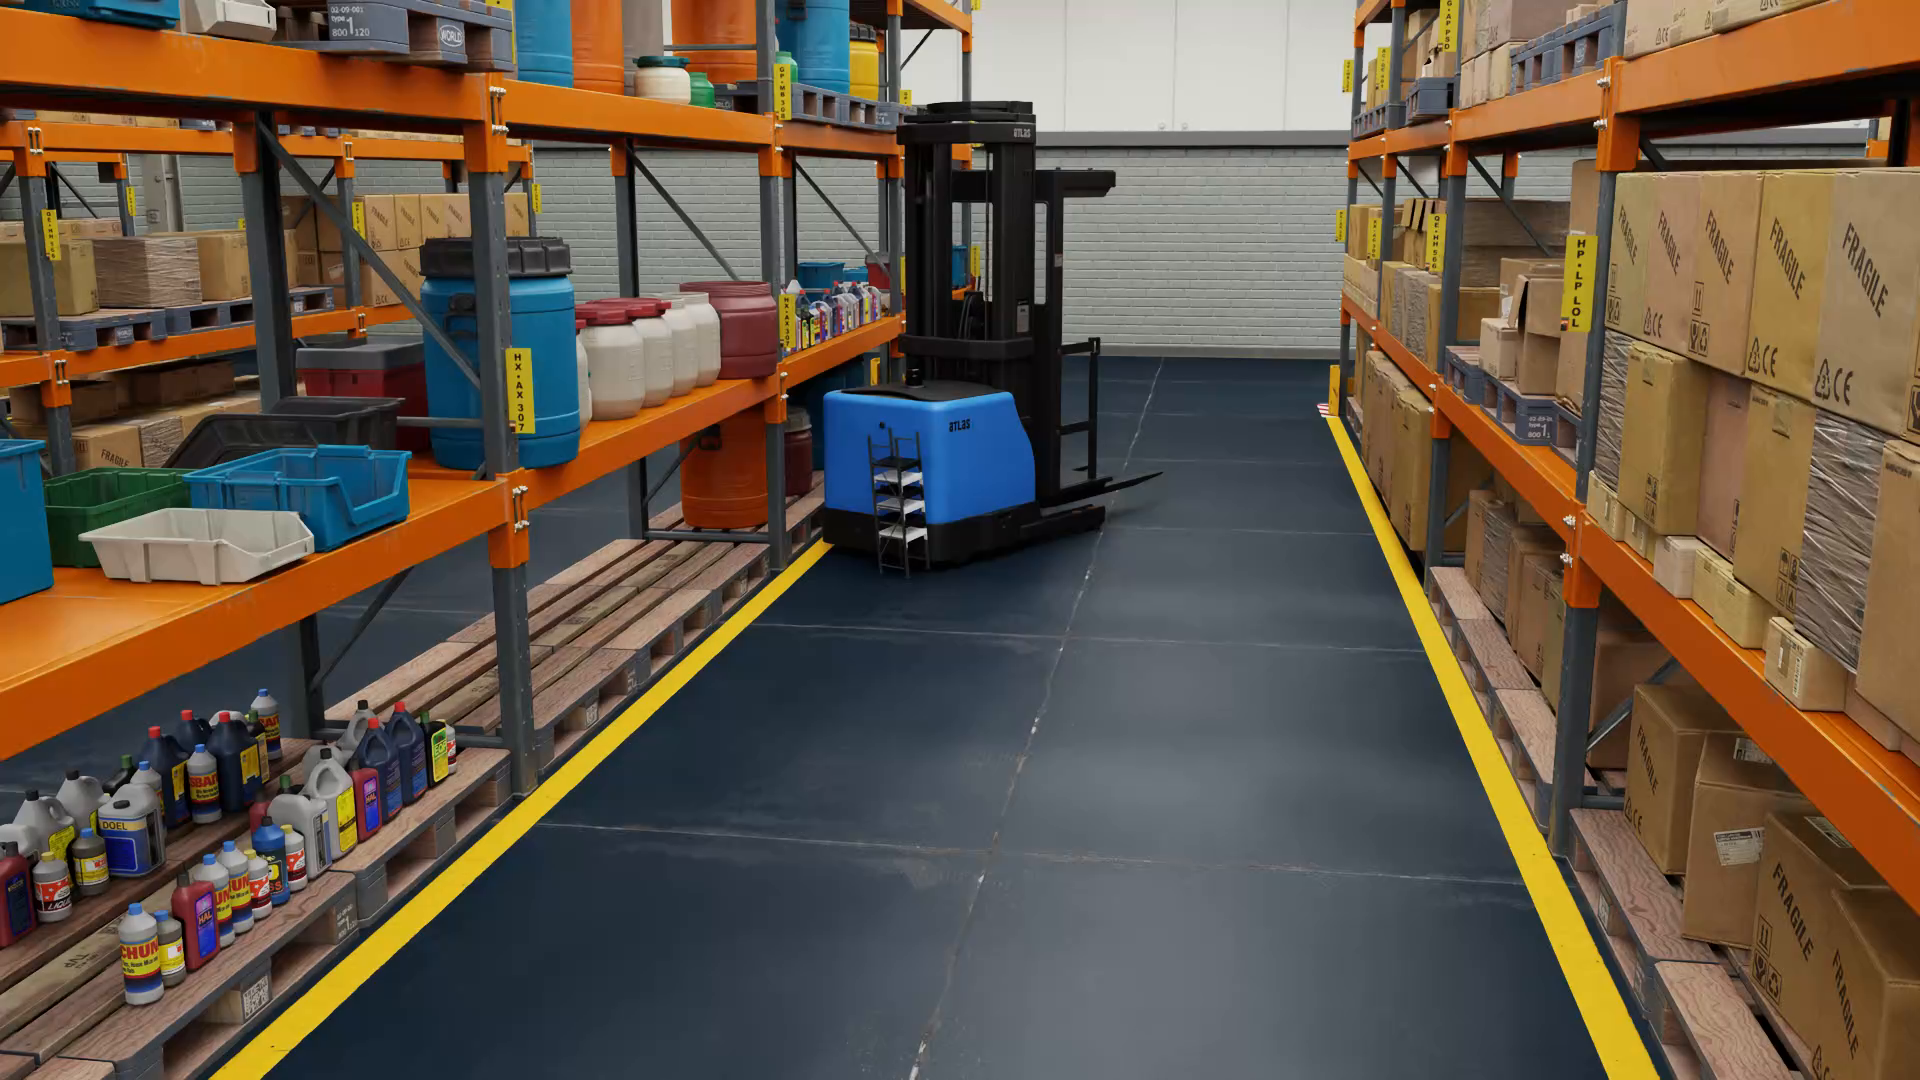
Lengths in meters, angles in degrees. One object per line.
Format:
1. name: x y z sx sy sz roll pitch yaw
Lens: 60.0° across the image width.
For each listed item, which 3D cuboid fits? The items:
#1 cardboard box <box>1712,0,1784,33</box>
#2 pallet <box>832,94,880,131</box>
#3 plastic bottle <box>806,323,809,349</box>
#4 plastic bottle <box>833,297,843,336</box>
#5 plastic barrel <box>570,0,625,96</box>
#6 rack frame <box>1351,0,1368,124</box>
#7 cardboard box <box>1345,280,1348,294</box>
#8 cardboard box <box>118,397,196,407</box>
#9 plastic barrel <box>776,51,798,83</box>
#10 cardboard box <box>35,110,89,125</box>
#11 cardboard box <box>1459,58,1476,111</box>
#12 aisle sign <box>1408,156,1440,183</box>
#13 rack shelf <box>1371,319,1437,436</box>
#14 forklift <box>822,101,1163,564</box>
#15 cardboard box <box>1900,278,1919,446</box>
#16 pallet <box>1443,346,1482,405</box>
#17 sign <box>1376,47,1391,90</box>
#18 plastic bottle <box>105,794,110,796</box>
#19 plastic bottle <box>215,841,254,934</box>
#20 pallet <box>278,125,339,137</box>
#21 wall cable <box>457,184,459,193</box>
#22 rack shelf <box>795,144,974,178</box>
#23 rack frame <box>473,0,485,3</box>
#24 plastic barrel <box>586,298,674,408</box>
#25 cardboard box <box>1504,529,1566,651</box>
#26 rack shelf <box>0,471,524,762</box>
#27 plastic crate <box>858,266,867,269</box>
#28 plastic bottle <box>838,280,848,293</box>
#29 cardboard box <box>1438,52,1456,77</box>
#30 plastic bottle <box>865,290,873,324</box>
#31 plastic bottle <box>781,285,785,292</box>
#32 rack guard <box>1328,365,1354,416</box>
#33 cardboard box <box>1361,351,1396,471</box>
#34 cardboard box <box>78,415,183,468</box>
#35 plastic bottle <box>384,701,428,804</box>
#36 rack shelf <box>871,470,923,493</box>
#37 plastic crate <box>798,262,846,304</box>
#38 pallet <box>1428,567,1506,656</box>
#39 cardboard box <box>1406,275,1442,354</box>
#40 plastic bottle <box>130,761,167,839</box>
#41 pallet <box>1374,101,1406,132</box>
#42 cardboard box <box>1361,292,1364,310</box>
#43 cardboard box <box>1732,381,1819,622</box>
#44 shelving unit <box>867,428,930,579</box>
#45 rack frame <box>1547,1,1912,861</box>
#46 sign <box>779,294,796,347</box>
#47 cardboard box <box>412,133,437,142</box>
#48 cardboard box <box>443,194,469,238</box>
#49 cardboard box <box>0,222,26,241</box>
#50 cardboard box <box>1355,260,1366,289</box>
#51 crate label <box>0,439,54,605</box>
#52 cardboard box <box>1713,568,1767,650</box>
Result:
1. cardboard box: 2.184 -1.389 4.054 0.500 0.250 0.500 1 12 6
2. pallet: -1.189 -3.092 12.049 1.003 0.211 1.213 2 12 9
3. plastic bottle: -1.087 -1.418 11.423 0.097 0.201 0.097 0 12 0
4. plastic bottle: -0.916 -1.664 12.372 0.061 0.283 0.133 2 12 9
5. plastic barrel: -2.051 -2.664 8.596 0.600 0.830 0.708 2 12 9
6. rack frame: 4.515 -5.725 16.700 1.000 3.000 0.127 2 12 9
7. cardboard box: 4.097 -2.553 16.817 0.380 0.149 0.250 2 12 8
8. cardboard box: -6.437 -0.862 13.261 0.500 0.500 0.500 1 12 7
9. plastic barrel: -1.219 -3.097 10.994 0.294 0.245 0.294 0 12 0
10. cardboard box: -6.469 -3.056 11.198 0.910 0.500 0.500 2 12 9
11. cardboard box: 2.961 -2.431 8.889 0.500 0.250 0.500 2 12 10
12. aisle sign: 4.823 -4.069 17.083 0.394 0.787 0.004 2 12 9
13. rack shelf: 3.592 -1.192 11.612 1.077 0.370 4.000 2 12 9
14. forklift: 0.384 -1.537 11.667 1.130 2.935 3.031 9 15 37
15. cardboard box: 1.966 -0.372 2.782 0.500 0.500 0.500 2 12 9
16. pallet: 3.281 -0.882 8.921 1.213 0.211 1.003 2 12 9
17. sign: 3.351 -3.736 13.172 0.100 0.325 0.005 2 12 9
18. plastic bottle: -2.854 0.950 5.565 0.097 0.201 0.097 0 12 0
19. plastic bottle: -2.185 1.037 4.995 0.097 0.271 0.097 0 12 0
20. pallet: -6.057 -3.523 14.046 1.213 0.211 1.003 2 12 9
21. wall cable: -8.945 -5.855 24.671 3.097 2.526 0.112 2 12 9
22. rack shelf: -0.686 -3.652 15.905 1.077 0.370 4.000 2 12 9
23. rack frame: -2.224 -3.388 5.854 1.000 3.000 0.127 2 12 9
24. plastic barrel: -1.681 -0.956 8.489 0.433 0.535 0.433 0 12 0
25. cardboard box: 3.049 0.254 8.085 0.700 0.500 0.500 3 13 13
26. rack shelf: -2.532 0.313 4.630 1.077 0.370 4.000 2 12 9
27. plastic crate: -0.843 -2.723 17.263 0.416 0.233 0.300 2 12 9
28. plastic bottle: -0.954 -1.899 13.303 0.144 0.351 0.185 2 12 9
29. cardboard box: 3.353 -3.160 10.681 0.500 0.500 0.500 3 12 12
30. plastic bottle: -0.791 -1.891 13.444 0.152 0.276 0.135 2 12 9
31. plastic bottle: -1.492 -1.973 13.806 0.061 0.283 0.133 2 12 9
32. rack guard: 4.519 -1.576 17.619 1.175 0.500 0.348 2 12 9
33. cardboard box: 3.821 -0.993 13.027 1.225 0.875 0.875 2 12 9
34. cardboard box: -6.076 -0.637 12.218 0.500 0.500 0.500 1 12 7
35. plastic bottle: -2.039 0.768 6.053 0.144 0.351 0.185 2 12 7
36. rack shelf: -0.391 -0.370 10.339 0.258 0.077 0.200 9 22 37
37. plastic crate: -1.259 -2.250 14.711 0.392 0.384 0.575 2 12 9
38. pallet: 3.163 0.398 9.144 1.003 0.211 1.213 2 12 9
39. cardboard box: 3.275 -1.499 11.091 0.500 0.500 0.500 1 12 7
40. plastic bottle: -2.773 0.889 5.679 0.097 0.271 0.097 0 12 0
41. pallet: 4.036 -3.553 13.950 1.003 0.211 1.213 2 12 9
42. cardboard box: 3.781 -2.126 14.833 0.380 0.149 0.250 2 12 10
43. cardboard box: 2.333 -0.084 3.821 0.875 0.500 0.500 2 12 9
44. shelving unit: -0.381 -0.230 10.382 0.258 0.900 0.210 9 22 37
45. rack frame: 2.670 -0.295 5.741 1.000 3.000 0.127 2 12 9
46. sign: -1.065 -1.351 10.256 0.100 0.325 0.005 2 12 9
47. cardboard box: -5.409 -3.976 16.059 0.500 0.250 0.500 2 12 9
48. cardboard box: -5.300 -3.230 16.752 0.500 0.500 0.500 2 12 10
49. cardboard box: -10.464 -3.004 17.601 0.980 0.700 0.700 1 12 6
50. cardboard box: 3.945 -2.452 15.401 0.500 0.250 0.500 2 12 8
51. crate label: -2.824 -0.032 4.437 0.502 0.435 0.616 2 12 9
52. cardboard box: 2.122 0.176 4.154 0.380 0.149 0.250 2 12 9
